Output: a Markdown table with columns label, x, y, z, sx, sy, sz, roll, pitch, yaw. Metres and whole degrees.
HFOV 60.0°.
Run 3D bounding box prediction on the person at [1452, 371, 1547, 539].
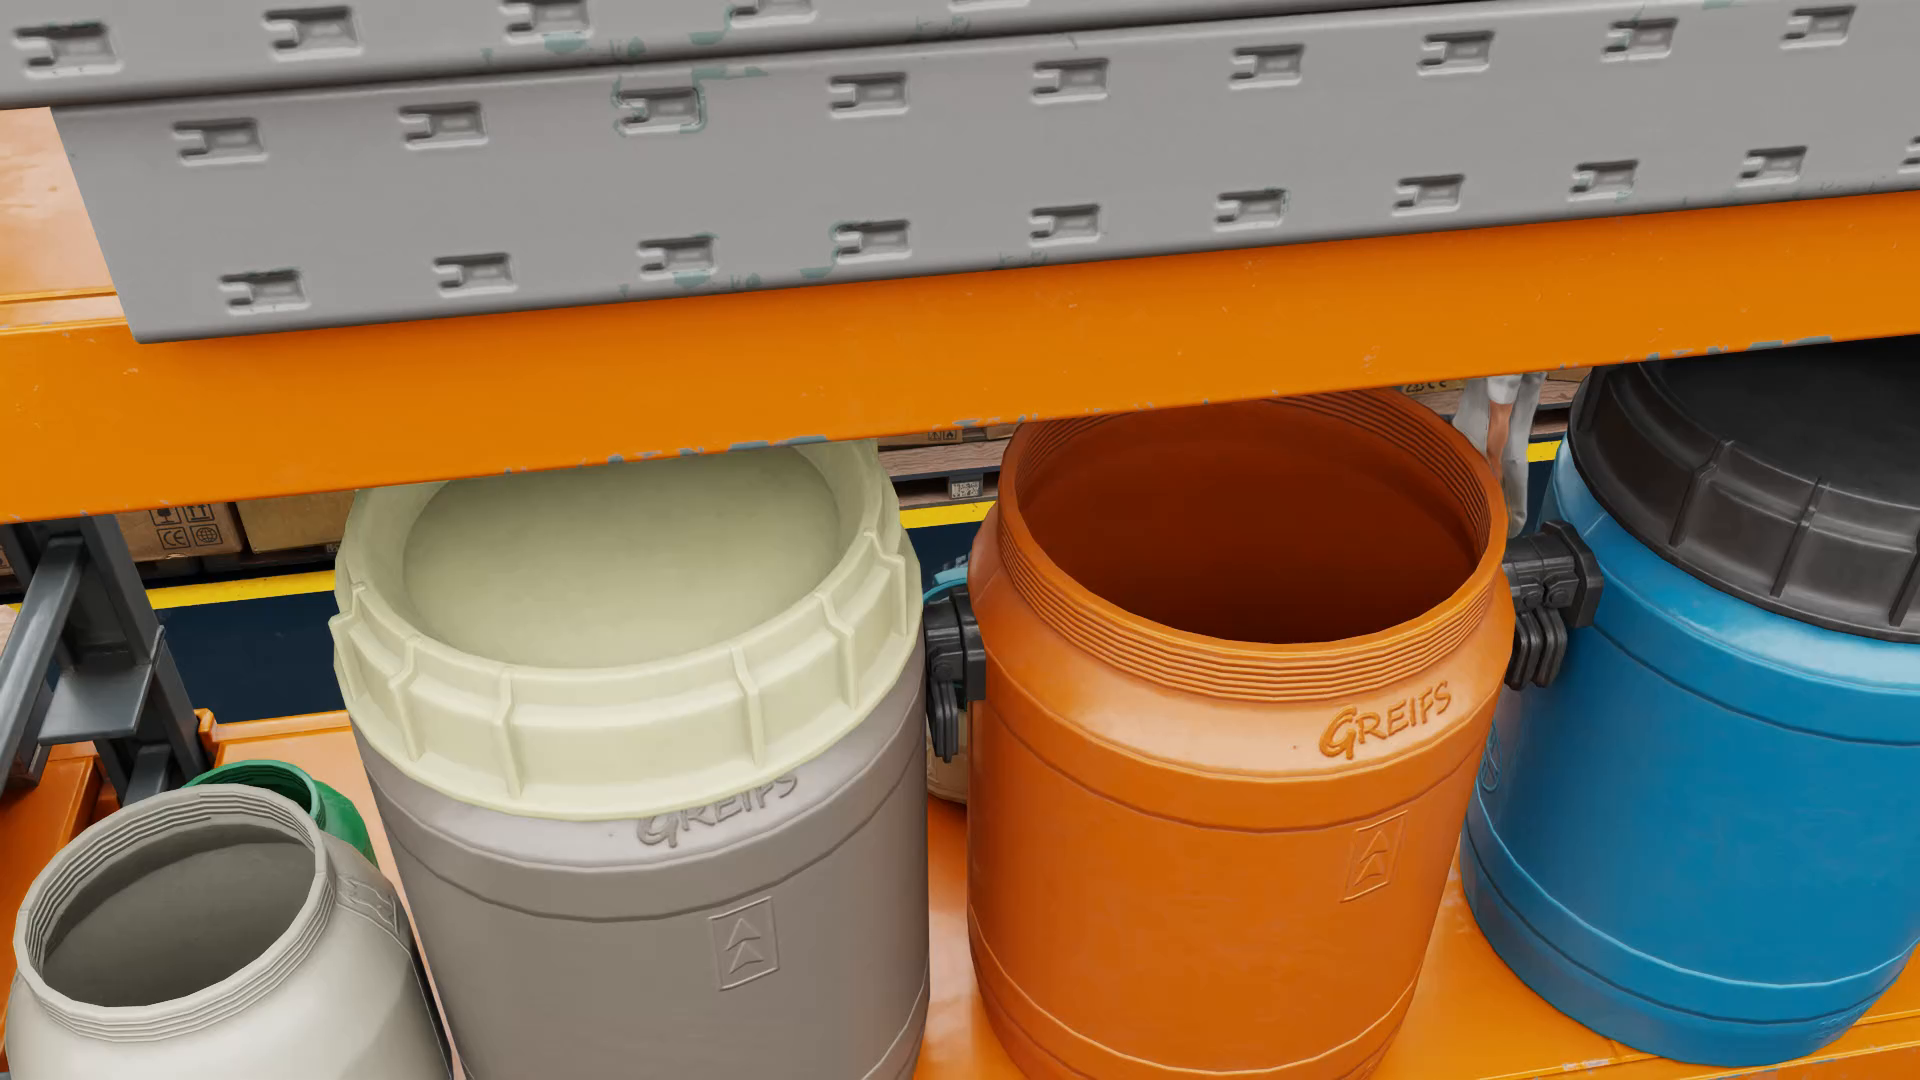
| label | x | y | z | sx | sy | sz | roll | pitch | yaw |
| --- | --- | --- | --- | --- | --- | --- | --- | --- | --- |
| person | 2.063 | -0.403 | 6.639 | 0.734 | 1.644 | 0.449 | -2 | 39 | -3 |
